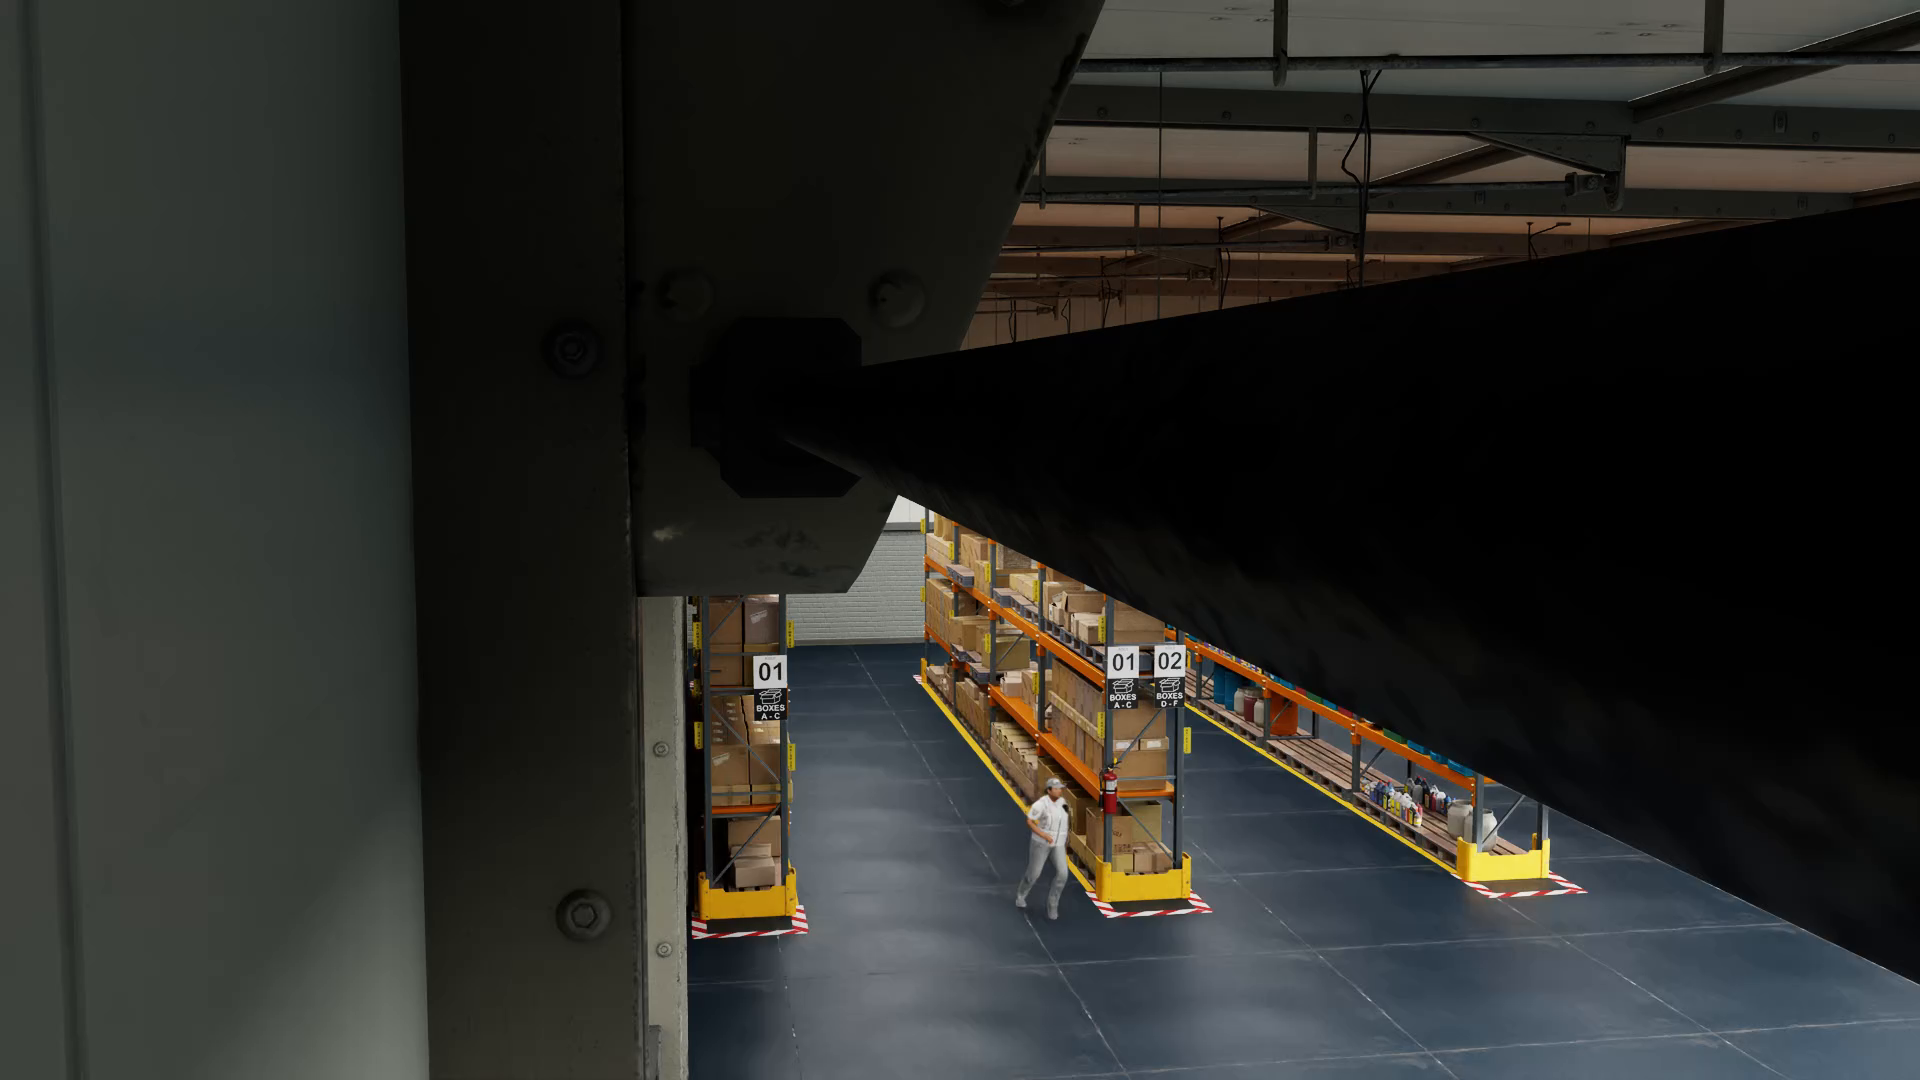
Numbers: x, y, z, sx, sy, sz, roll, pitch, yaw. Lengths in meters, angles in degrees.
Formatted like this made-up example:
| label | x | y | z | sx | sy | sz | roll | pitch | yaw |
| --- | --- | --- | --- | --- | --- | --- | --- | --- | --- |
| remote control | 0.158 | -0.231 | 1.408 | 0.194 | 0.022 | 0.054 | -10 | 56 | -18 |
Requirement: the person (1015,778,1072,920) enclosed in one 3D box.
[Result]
| label | x | y | z | sx | sy | sz | roll | pitch | yaw |
| --- | --- | --- | --- | --- | --- | --- | --- | --- | --- |
| person | 1.077 | 3.741 | 20.314 | 0.693 | 1.691 | 0.698 | -3 | 6 | -27 |
